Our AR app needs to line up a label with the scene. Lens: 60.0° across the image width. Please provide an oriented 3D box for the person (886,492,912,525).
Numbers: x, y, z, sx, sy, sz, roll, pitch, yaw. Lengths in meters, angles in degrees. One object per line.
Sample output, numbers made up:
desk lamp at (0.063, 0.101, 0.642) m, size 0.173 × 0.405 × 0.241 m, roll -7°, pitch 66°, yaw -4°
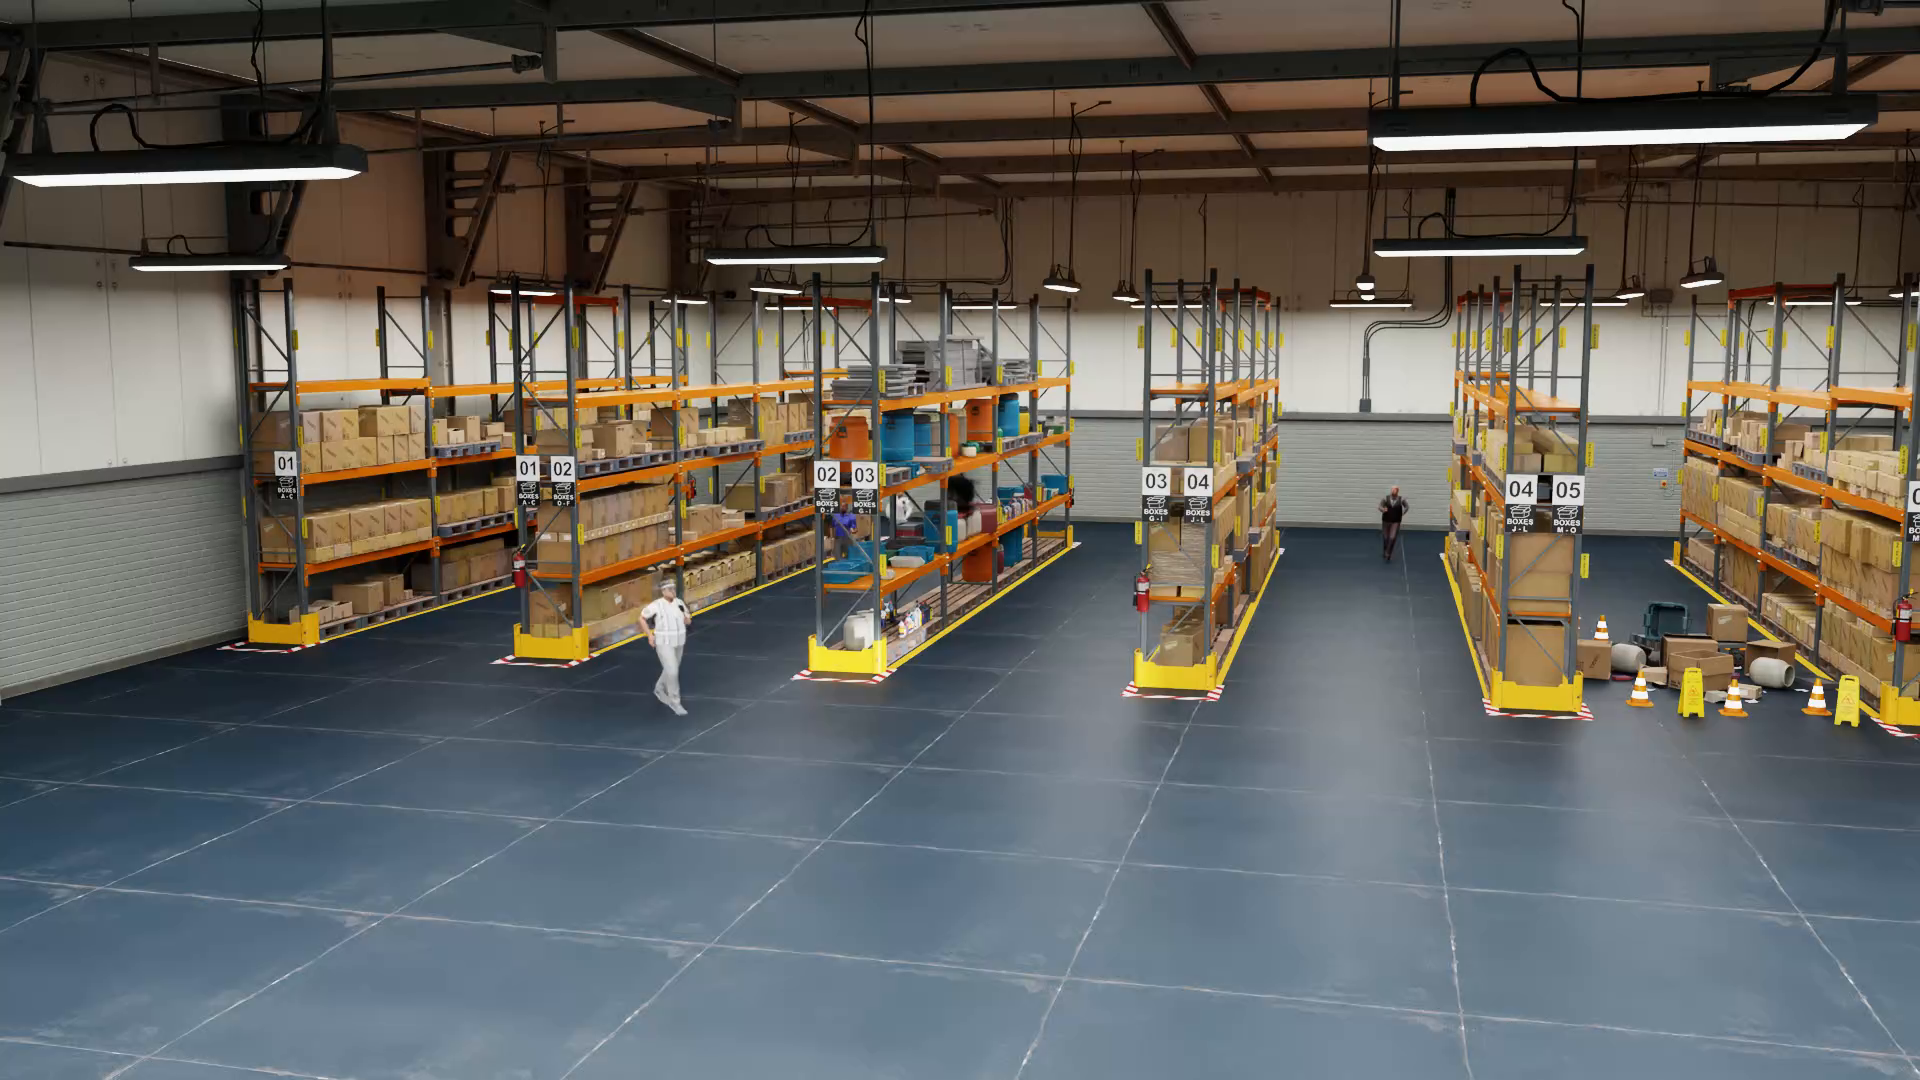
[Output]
person at (-1.426, -0.453, 38.739) m, size 0.620 × 1.667 × 0.506 m, roll 1°, pitch 7°, yaw 5°

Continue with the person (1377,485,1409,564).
person at (9.801, -0.370, 37.712) m, size 0.666 × 1.757 × 0.858 m, roll 3°, pitch 7°, yaw 23°

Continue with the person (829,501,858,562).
person at (-2.248, 0.083, 31.912) m, size 0.588 × 1.649 × 0.770 m, roll 1°, pitch 7°, yaw 6°

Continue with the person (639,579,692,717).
person at (-3.931, 1.423, 22.508) m, size 0.882 × 1.826 × 0.648 m, roll 6°, pitch 9°, yaw 40°
